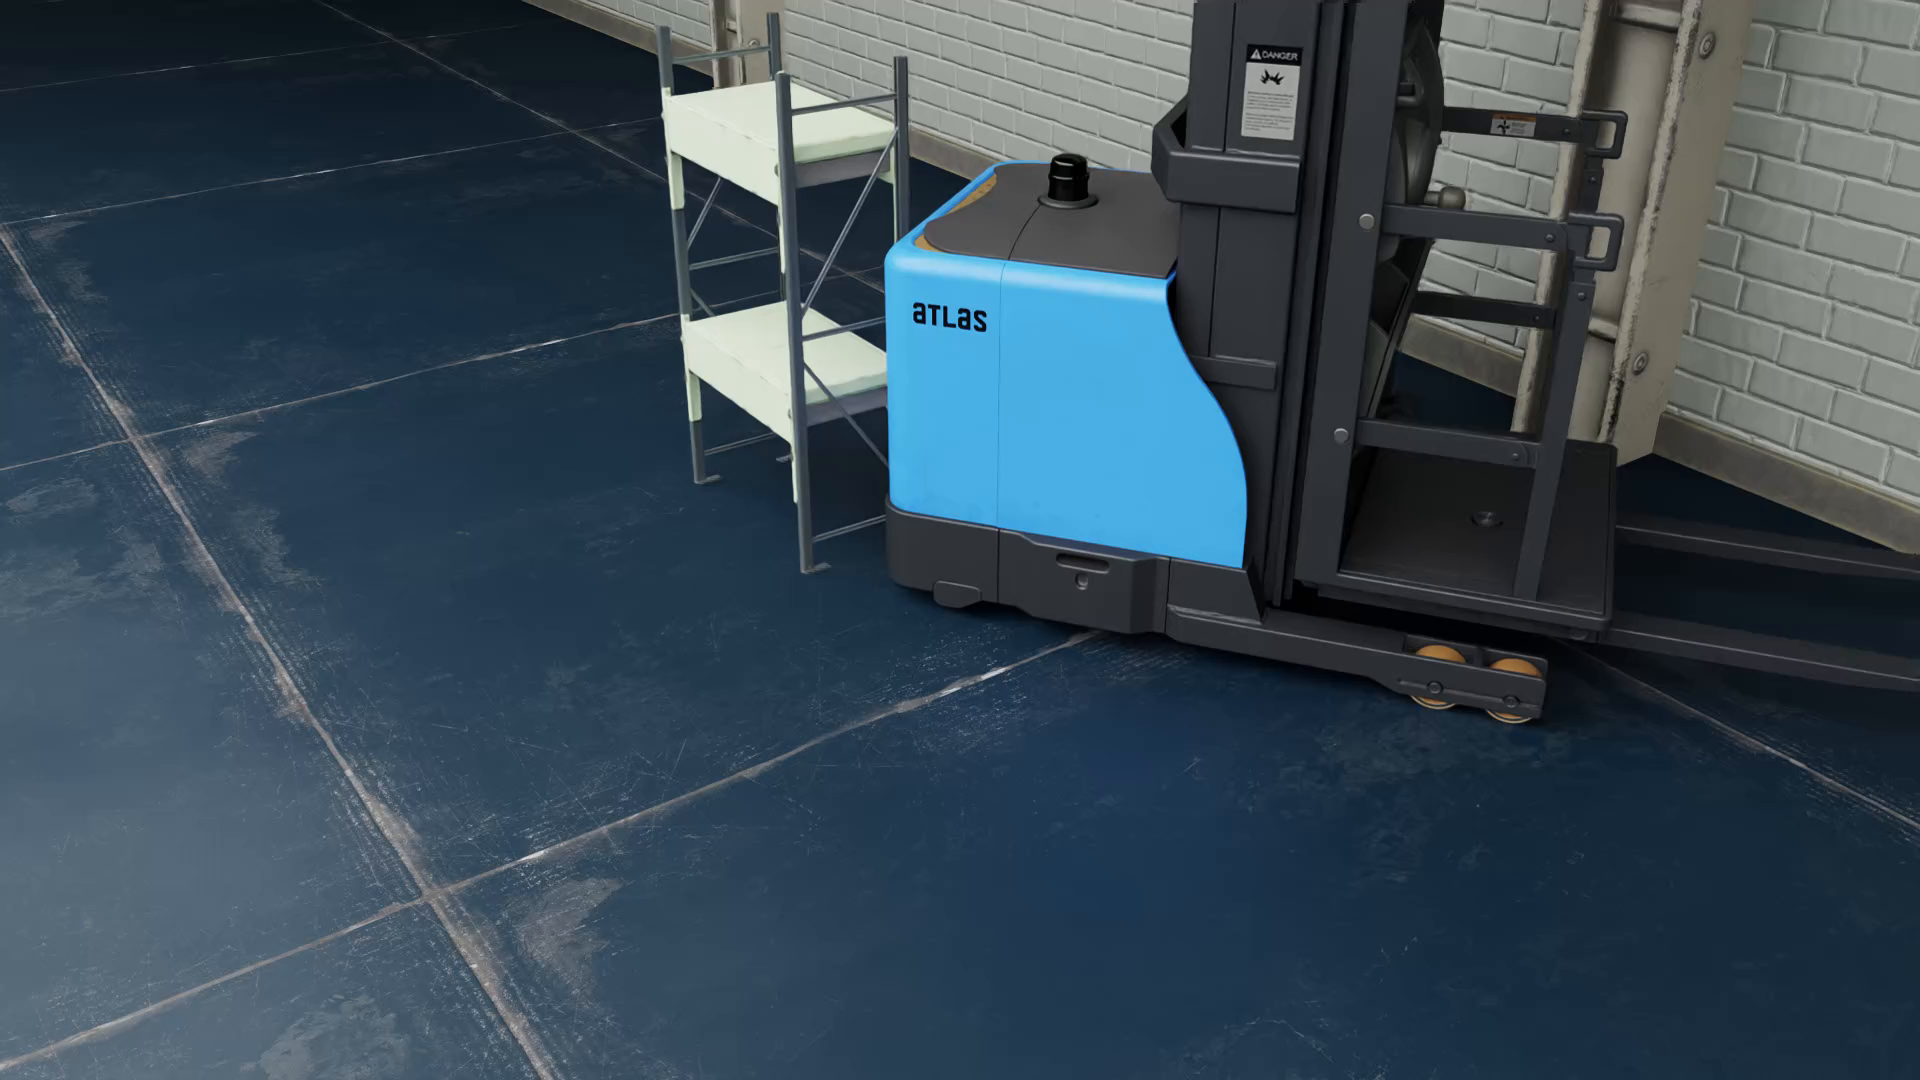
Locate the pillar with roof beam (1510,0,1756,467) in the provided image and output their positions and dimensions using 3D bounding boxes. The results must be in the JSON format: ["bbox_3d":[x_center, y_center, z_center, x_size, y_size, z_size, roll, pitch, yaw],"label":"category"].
[{"bbox_3d":[-1.300,-3.113,1.553,9.100,9.000,0.400,-19,34,-31],"label":"pillar with roof beam"}]

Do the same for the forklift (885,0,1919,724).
[{"bbox_3d":[1.355,-1.094,4.192,3.031,2.935,1.130,10,30,17],"label":"forklift"}]

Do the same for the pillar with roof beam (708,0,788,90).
[{"bbox_3d":[-4.780,-5.446,5.848,9.100,9.000,0.400,-19,34,-31],"label":"pillar with roof beam"}]

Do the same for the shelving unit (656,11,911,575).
[{"bbox_3d":[-0.519,-0.755,5.069,0.431,1.500,0.755,-18,33,-29],"label":"shelving unit"}]

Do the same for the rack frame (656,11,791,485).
[{"bbox_3d":[-0.723,-0.900,5.336,0.400,1.500,0.023,-18,33,-29],"label":"rack frame"}]

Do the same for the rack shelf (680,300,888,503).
[{"bbox_3d":[-0.519,-0.469,5.225,0.431,0.370,0.720,-18,33,-29],"label":"rack shelf"}]

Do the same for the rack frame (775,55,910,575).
[{"bbox_3d":[-0.314,-0.610,4.803,0.400,1.500,0.023,-18,33,-29],"label":"rack frame"}]

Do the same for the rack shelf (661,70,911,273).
[{"bbox_3d":[-0.519,-1.098,4.883,0.431,0.370,0.720,-18,33,-29],"label":"rack shelf"}]
